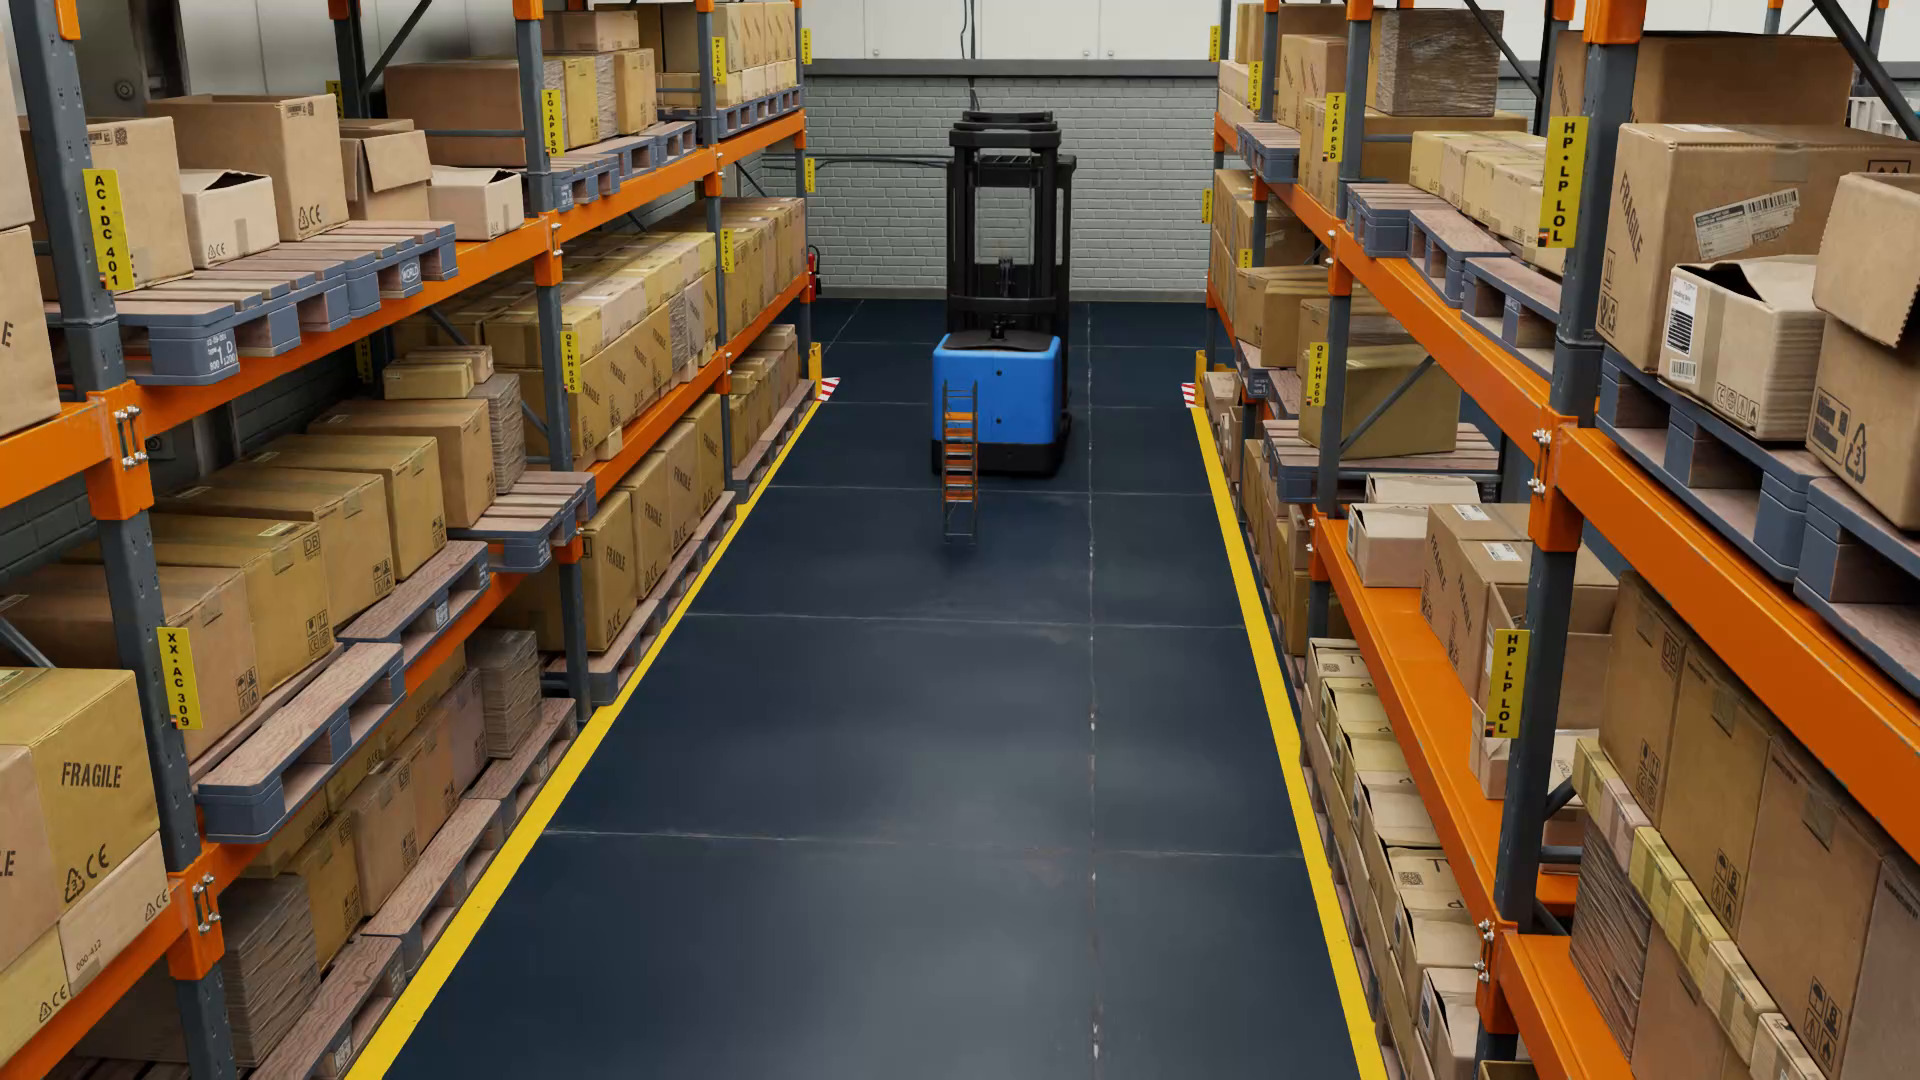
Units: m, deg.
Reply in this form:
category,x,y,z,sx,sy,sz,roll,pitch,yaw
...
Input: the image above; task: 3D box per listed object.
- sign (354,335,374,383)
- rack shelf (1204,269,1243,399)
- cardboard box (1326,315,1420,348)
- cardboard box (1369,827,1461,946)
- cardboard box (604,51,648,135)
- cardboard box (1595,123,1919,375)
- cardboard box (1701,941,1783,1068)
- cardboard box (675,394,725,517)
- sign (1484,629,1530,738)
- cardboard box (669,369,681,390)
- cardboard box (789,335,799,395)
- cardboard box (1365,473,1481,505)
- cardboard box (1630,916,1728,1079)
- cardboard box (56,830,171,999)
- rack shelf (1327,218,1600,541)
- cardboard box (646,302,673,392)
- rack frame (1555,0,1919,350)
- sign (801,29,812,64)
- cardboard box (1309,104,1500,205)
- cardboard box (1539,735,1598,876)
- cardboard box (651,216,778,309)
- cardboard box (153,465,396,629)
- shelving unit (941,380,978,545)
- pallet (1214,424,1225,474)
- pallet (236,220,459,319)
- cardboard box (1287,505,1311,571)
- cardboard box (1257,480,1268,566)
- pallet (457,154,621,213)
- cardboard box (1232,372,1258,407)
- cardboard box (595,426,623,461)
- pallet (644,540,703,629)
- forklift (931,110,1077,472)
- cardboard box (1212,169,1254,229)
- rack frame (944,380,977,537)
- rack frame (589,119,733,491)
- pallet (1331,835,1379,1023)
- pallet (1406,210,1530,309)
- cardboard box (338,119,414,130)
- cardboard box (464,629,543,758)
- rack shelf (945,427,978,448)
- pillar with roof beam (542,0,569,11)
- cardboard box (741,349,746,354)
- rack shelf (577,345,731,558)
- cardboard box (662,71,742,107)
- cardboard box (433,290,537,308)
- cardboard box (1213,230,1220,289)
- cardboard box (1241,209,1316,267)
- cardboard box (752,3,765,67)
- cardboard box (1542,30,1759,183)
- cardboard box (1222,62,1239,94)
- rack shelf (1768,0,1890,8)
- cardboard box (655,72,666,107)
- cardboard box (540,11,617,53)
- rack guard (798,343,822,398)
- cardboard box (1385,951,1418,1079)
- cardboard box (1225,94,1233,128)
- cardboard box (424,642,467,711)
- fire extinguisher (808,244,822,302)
category,x,y,z,sx,sy,sz,roll,pitch,yaw
sign,-3.136,-0.988,8.763,0.100,0.325,0.005,1,18,4
rack shelf,2.790,-1.839,14.374,1.077,0.370,4.000,1,18,4
cardboard box,2.548,-1.042,9.952,0.700,0.500,0.500,5,19,14
cardboard box,1.885,1.317,6.429,0.500,0.311,0.500,1,18,4
cardboard box,-2.443,-2.906,10.790,0.700,0.500,0.500,1,18,3
cardboard box,1.774,-0.664,3.754,0.500,0.500,0.500,3,18,8
cardboard box,1.788,0.966,3.457,0.380,0.149,0.250,1,18,2
cardboard box,-2.212,-0.642,12.344,0.750,0.750,0.750,1,18,5
sign,1.531,0.403,4.643,0.100,0.325,0.005,1,18,4
cardboard box,-2.139,-1.132,11.431,0.380,0.149,0.250,1,18,4
cardboard box,-1.959,-1.704,16.145,0.700,0.500,0.500,1,18,4
cardboard box,2.290,-0.163,8.247,0.500,0.311,0.500,2,18,7
cardboard box,2.016,1.179,3.846,0.700,0.500,0.500,1,18,3
cardboard box,-2.600,1.031,4.668,0.500,0.250,0.500,1,18,4
rack shelf,2.216,-0.780,6.324,1.077,0.370,4.000,1,18,4
cardboard box,-2.179,-1.249,10.747,0.500,0.500,0.500,2,18,5
rack frame,2.073,-1.926,3.849,1.000,3.000,0.127,1,18,4
sign,-1.468,-4.704,15.849,0.100,0.325,0.005,1,18,4
cardboard box,2.394,-2.085,8.991,0.910,0.500,0.500,1,18,4
cardboard box,2.064,0.842,5.276,0.500,0.250,0.500,2,18,7
cardboard box,-2.140,-2.433,14.548,0.980,0.700,0.700,0,18,1
cardboard box,-2.735,0.023,6.669,0.700,0.500,0.500,4,19,11
shelving unit,-0.001,-0.566,12.222,0.258,1.200,0.189,1,18,4
pallet,2.781,-0.828,14.611,1.003,0.211,1.213,1,18,4
pallet,-2.647,-1.032,6.241,1.213,0.211,1.003,1,18,4
cardboard box,2.192,-0.008,9.735,0.500,0.250,0.500,2,18,6
cardboard box,2.298,-0.115,11.265,0.500,0.500,0.500,2,18,5
pallet,-2.589,-1.964,9.085,1.213,0.211,1.003,2,18,6
cardboard box,2.776,-1.166,14.467,0.797,0.503,0.637,1,18,4
cardboard box,-2.197,-0.573,9.725,0.380,0.149,0.250,2,18,6
pallet,-2.360,0.277,11.238,1.003,0.211,1.213,1,18,4
forklift,0.458,-2.377,14.969,1.130,2.935,3.031,2,18,7
cardboard box,2.638,-3.193,15.583,0.500,0.500,0.500,2,18,6
rack frame,0.006,-0.594,12.309,0.240,1.200,0.006,1,18,4
rack frame,-2.295,-1.669,12.700,1.000,3.000,0.127,1,18,4
pallet,2.171,1.640,7.078,1.003,0.211,1.213,1,18,4
pallet,2.323,-1.093,6.427,1.003,0.211,1.213,2,18,6
cardboard box,-2.863,-1.691,7.756,0.500,0.500,0.500,1,18,4
cardboard box,-2.581,0.777,8.543,0.700,0.500,0.500,2,18,5
rack shelf,-0.001,-0.752,12.162,0.258,0.103,0.180,1,18,4
pillar with roof beam,1.186,-4.661,12.195,9.100,9.000,0.400,1,18,4
cardboard box,-2.203,-1.820,15.459,0.380,0.149,0.250,1,18,4
rack shelf,-2.438,-0.706,10.916,1.077,0.370,4.000,1,18,4
cardboard box,-1.983,-3.479,12.812,0.500,0.250,0.500,1,18,4
cardboard box,-2.767,-1.289,9.665,0.500,0.250,0.500,1,18,2
cardboard box,2.606,-2.557,15.250,0.500,0.500,0.500,1,18,3
cardboard box,2.424,-2.245,12.692,0.500,0.500,0.500,1,18,4
cardboard box,-1.904,-4.155,13.671,0.500,0.500,0.500,1,18,4
cardboard box,2.174,-1.353,5.281,0.500,0.500,0.500,3,18,9
cardboard box,2.593,-4.085,14.693,0.500,0.250,0.500,1,18,4
rack shelf,7.730,-4.388,13.161,1.077,0.370,4.000,1,18,4
cardboard box,-2.480,-3.488,12.840,0.500,0.250,0.500,1,18,4
cardboard box,-2.514,-3.265,10.683,0.500,0.250,0.500,1,18,2
rack guard,-2.007,-1.731,16.903,1.175,0.500,0.348,1,18,4
cardboard box,1.851,1.740,6.038,0.500,0.250,0.500,1,18,3
cardboard box,2.560,-3.692,14.297,0.500,0.250,0.500,1,18,4
cardboard box,-2.685,0.596,7.891,0.500,0.250,0.500,2,18,5
fire extinguisher,-1.537,-2.734,16.673,0.296,0.674,0.183,1,18,4
